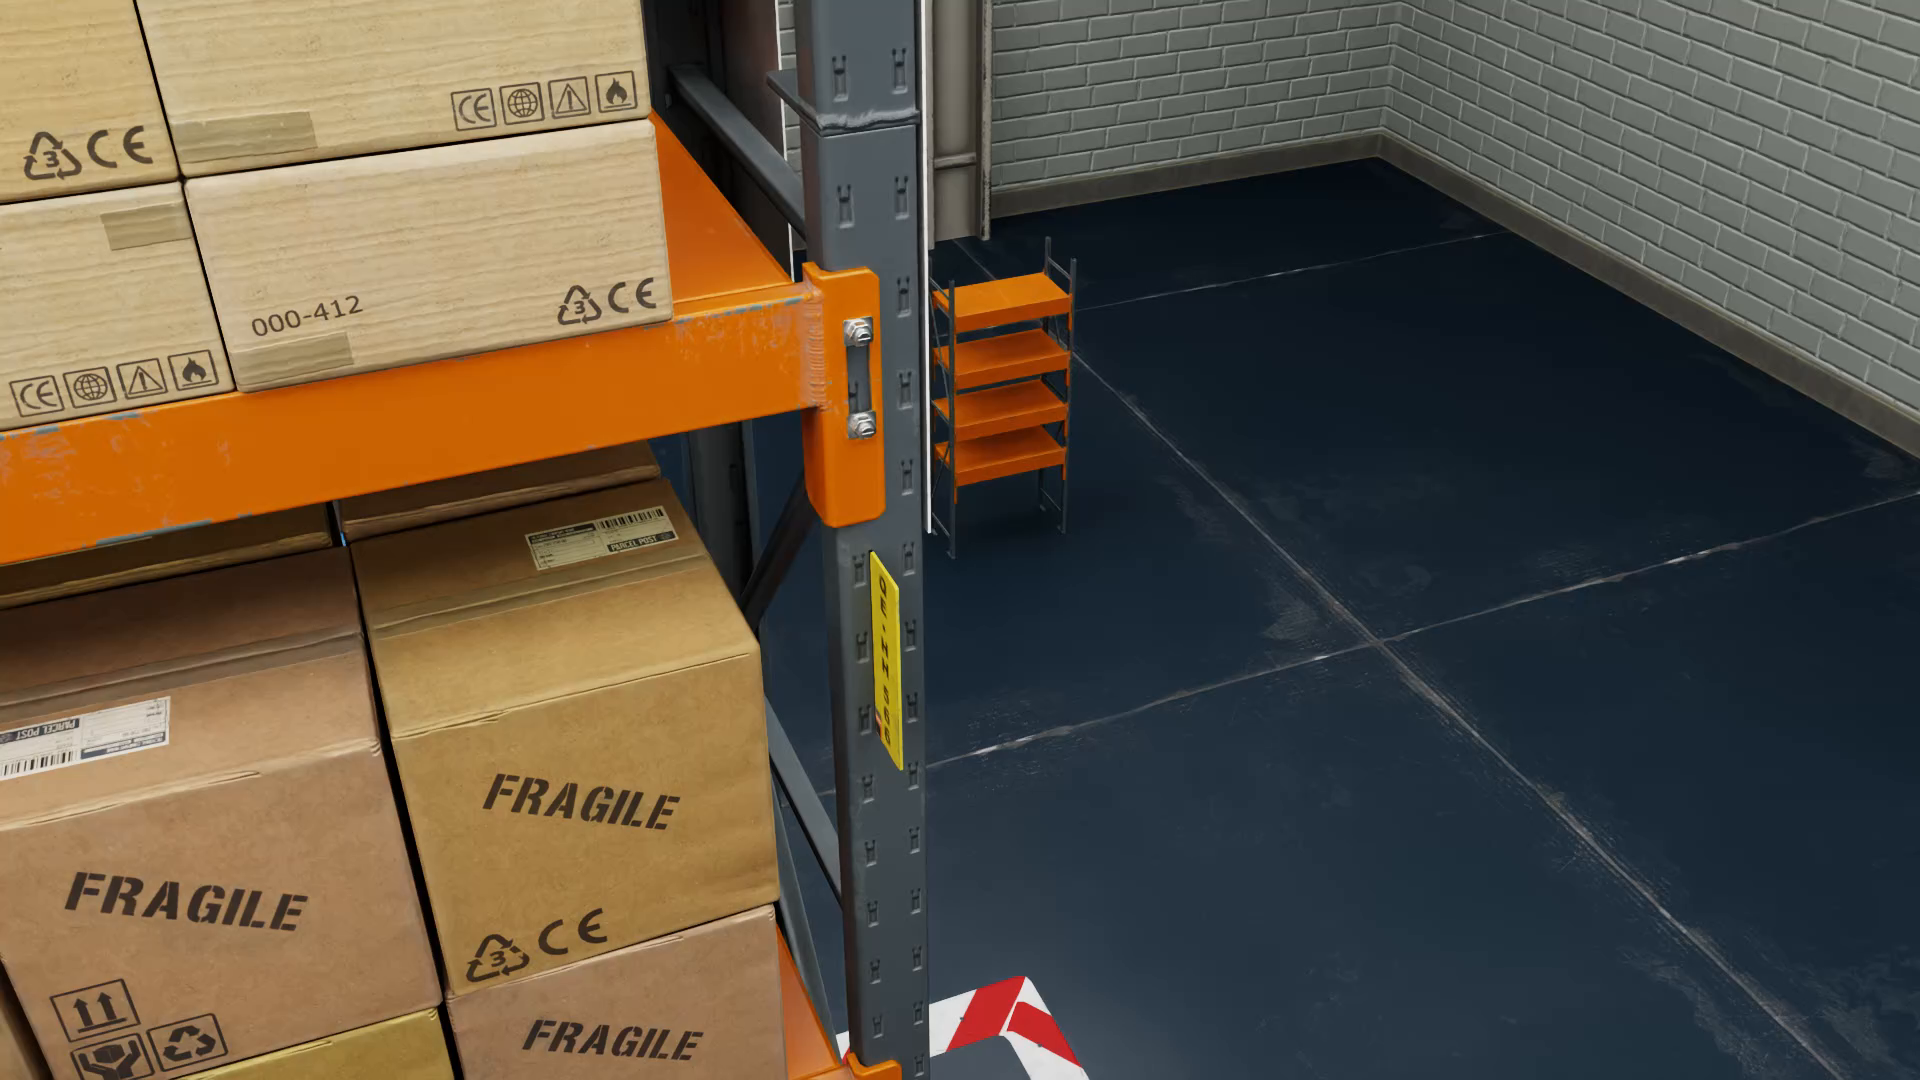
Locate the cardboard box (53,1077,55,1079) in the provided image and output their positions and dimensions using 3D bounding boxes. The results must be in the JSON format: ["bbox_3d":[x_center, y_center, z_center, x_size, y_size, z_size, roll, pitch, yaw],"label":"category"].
[{"bbox_3d":[-1.548,0.914,2.502,0.500,0.500,0.500,-13,35,-19],"label":"cardboard box"}]

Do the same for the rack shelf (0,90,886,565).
[{"bbox_3d":[-2.145,-0.022,1.943,4.000,0.370,1.077,-13,35,-19],"label":"rack shelf"}]

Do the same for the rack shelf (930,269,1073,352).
[{"bbox_3d":[0.153,-0.867,6.262,0.480,0.148,0.258,-13,35,-19],"label":"rack shelf"}]

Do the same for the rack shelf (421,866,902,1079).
[{"bbox_3d":[-2.145,1.235,2.761,4.000,0.370,1.077,-13,35,-19],"label":"rack shelf"}]

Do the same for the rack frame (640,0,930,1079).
[{"bbox_3d":[-0.301,0.511,3.214,0.127,3.000,1.000,-13,35,-19],"label":"rack frame"}]

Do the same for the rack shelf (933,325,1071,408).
[{"bbox_3d":[0.153,-0.669,6.391,0.480,0.148,0.258,-13,35,-19],"label":"rack shelf"}]

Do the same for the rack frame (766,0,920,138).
[{"bbox_3d":[-0.301,-2.004,1.578,0.127,3.000,1.000,-13,35,-19],"label":"rack frame"}]

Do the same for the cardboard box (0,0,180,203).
[{"bbox_3d":[-1.137,-0.550,1.774,0.500,0.250,0.500,-13,35,-19],"label":"cardboard box"}]

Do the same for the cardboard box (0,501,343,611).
[{"bbox_3d":[-1.291,0.125,2.798,0.500,0.500,0.500,-13,35,-18],"label":"cardboard box"}]

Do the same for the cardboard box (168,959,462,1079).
[{"bbox_3d":[-1.085,0.812,2.660,0.500,0.500,0.500,-13,35,-19],"label":"cardboard box"}]

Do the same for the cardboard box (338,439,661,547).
[{"bbox_3d":[-0.812,0.011,2.974,0.500,0.500,0.500,-12,35,-17],"label":"cardboard box"}]

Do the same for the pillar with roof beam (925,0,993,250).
[{"bbox_3d":[1.599,-3.334,3.623,0.400,9.000,9.100,-13,35,-19],"label":"pillar with roof beam"}]

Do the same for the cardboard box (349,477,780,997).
[{"bbox_3d":[-0.605,0.282,2.557,0.500,0.500,0.500,-13,35,-19],"label":"cardboard box"}]

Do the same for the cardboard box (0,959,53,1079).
[{"bbox_3d":[-1.547,0.501,2.221,0.500,0.500,0.500,-12,35,-18],"label":"cardboard box"}]

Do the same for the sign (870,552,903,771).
[{"bbox_3d":[-0.105,0.177,2.377,0.005,0.325,0.100,-13,35,-19],"label":"sign"}]

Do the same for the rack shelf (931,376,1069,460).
[{"bbox_3d":[0.153,-0.481,6.513,0.480,0.148,0.258,-13,35,-19],"label":"rack shelf"}]

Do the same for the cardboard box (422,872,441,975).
[{"bbox_3d":[-1.286,0.542,3.075,0.500,0.500,0.500,-13,35,-19],"label":"cardboard box"}]

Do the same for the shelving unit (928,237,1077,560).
[{"bbox_3d":[0.153,-0.538,6.476,0.503,1.200,0.258,-13,35,-19],"label":"shelving unit"}]

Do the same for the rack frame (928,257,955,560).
[{"bbox_3d":[-0.072,-0.486,6.397,0.015,1.200,0.240,-13,35,-19],"label":"rack frame"}]

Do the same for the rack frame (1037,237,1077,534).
[{"bbox_3d":[0.378,-0.589,6.556,0.015,1.200,0.240,-13,35,-19],"label":"rack frame"}]

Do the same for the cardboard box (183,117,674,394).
[{"bbox_3d":[-0.673,-0.442,2.067,0.500,0.250,0.500,-13,35,-19],"label":"cardboard box"}]

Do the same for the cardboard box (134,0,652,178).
[{"bbox_3d":[-0.676,-0.656,1.937,0.500,0.250,0.500,-13,35,-19],"label":"cardboard box"}]

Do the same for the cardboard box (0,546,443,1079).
[{"bbox_3d":[-1.070,0.389,2.393,0.500,0.500,0.500,-12,35,-18],"label":"cardboard box"}]

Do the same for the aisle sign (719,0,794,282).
[{"bbox_3d":[-0.352,-0.741,2.754,0.004,0.787,0.394,-13,35,-19],"label":"aisle sign"}]

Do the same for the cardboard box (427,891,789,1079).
[{"bbox_3d":[-0.608,0.701,2.831,0.500,0.500,0.500,-12,35,-17],"label":"cardboard box"}]

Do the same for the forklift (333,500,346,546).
[{"bbox_3d":[-2.804,-0.363,4.621,3.031,2.935,1.130,-14,36,-21],"label":"forklift"}]

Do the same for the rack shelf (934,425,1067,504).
[{"bbox_3d":[0.153,-0.315,6.621,0.480,0.148,0.258,-13,35,-19],"label":"rack shelf"}]

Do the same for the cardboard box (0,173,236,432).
[{"bbox_3d":[-1.138,-0.342,1.913,0.500,0.250,0.500,-13,35,-19],"label":"cardboard box"}]

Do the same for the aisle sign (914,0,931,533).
[{"bbox_3d":[-0.119,-0.439,2.291,0.004,0.787,0.394,-13,35,-19],"label":"aisle sign"}]
